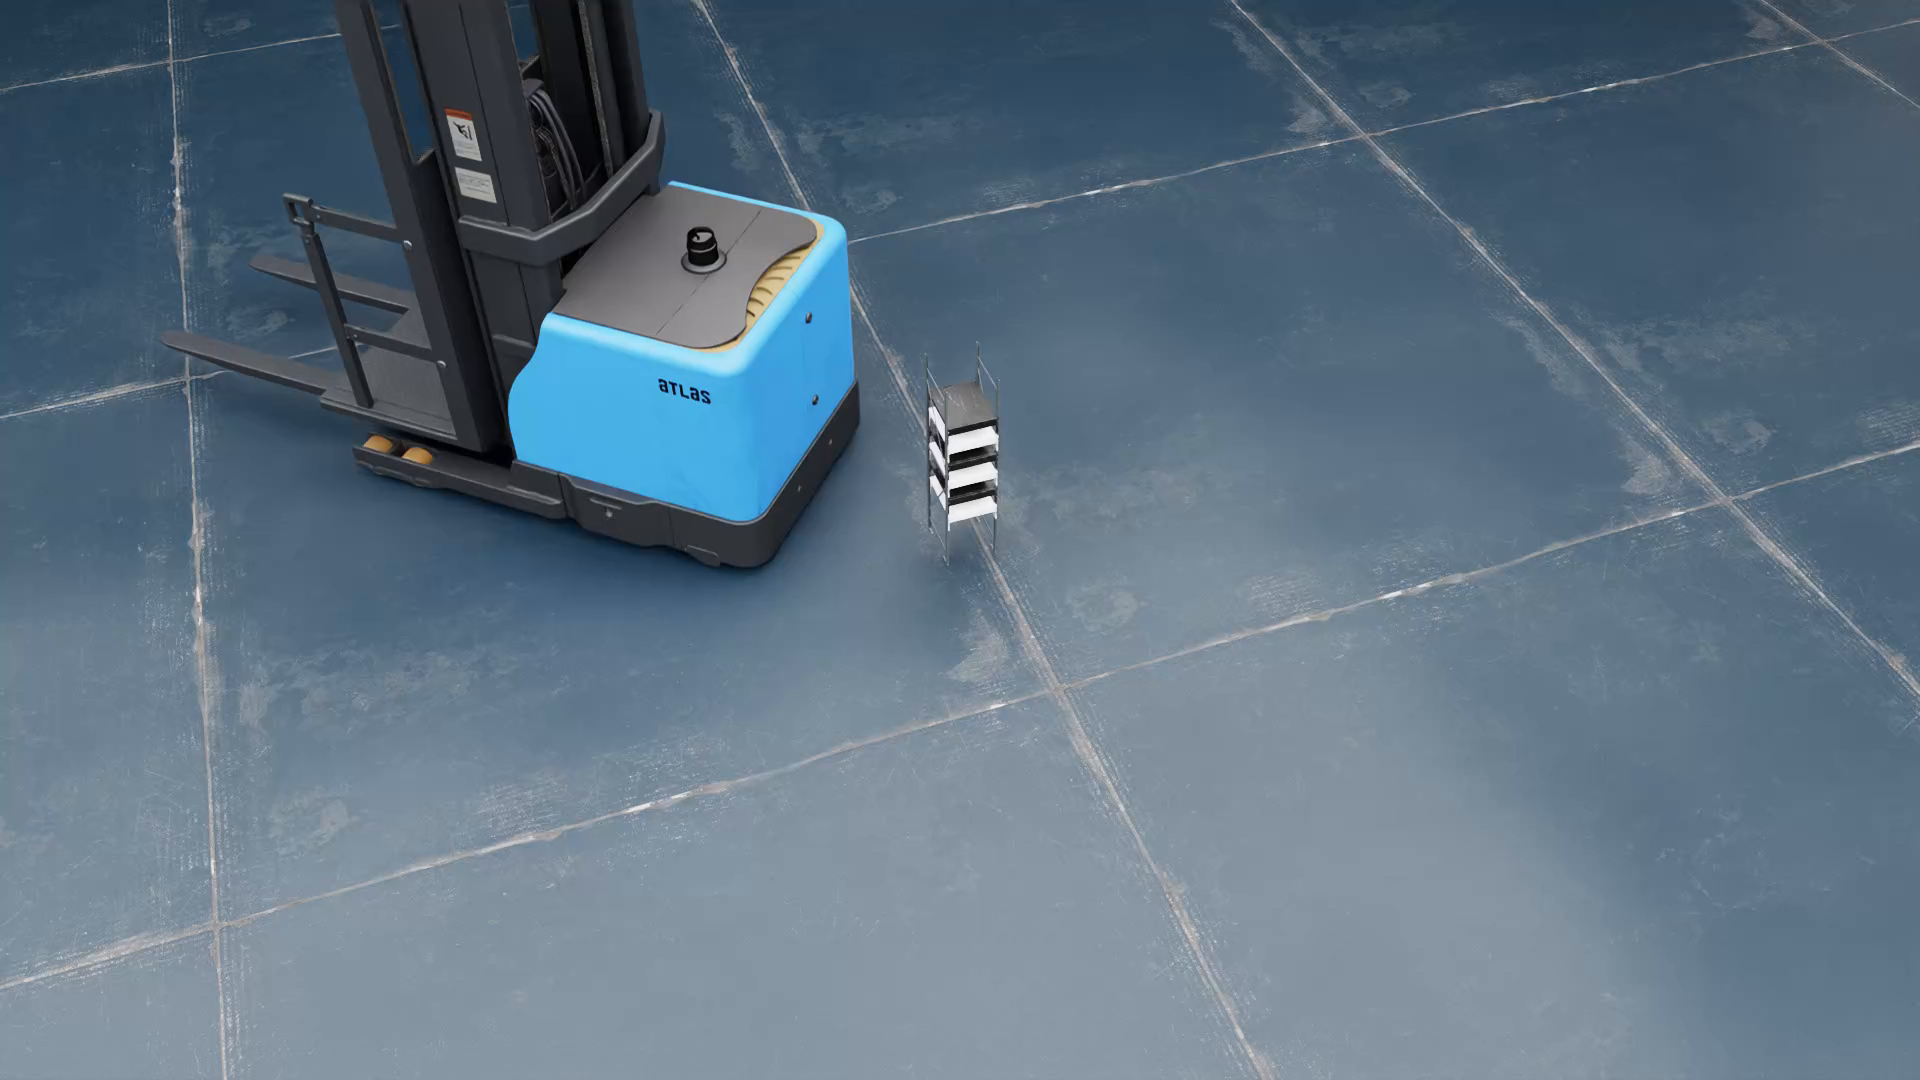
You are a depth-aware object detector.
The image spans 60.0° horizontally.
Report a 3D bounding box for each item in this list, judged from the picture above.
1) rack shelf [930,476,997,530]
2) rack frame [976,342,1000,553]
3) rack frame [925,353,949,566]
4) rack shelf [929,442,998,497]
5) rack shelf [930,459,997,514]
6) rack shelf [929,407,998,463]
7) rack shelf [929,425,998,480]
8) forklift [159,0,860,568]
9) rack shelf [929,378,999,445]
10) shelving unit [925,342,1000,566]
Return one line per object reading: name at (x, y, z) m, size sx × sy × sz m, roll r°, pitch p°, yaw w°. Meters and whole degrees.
rack shelf at (0.008, -0.169, 6.584) m, size 0.200 × 0.077 × 0.258 m, roll -14°, pitch 47°, yaw -14°
rack frame at (0.103, -0.344, 6.458) m, size 0.006 × 0.900 × 0.240 m, roll -14°, pitch 47°, yaw -14°
rack frame at (-0.088, -0.295, 6.409) m, size 0.006 × 0.900 × 0.240 m, roll -14°, pitch 47°, yaw -14°
rack shelf at (0.008, -0.296, 6.457) m, size 0.200 × 0.077 × 0.258 m, roll -14°, pitch 47°, yaw -14°
rack shelf at (0.008, -0.233, 6.521) m, size 0.200 × 0.077 × 0.258 m, roll -14°, pitch 47°, yaw -14°
rack shelf at (0.008, -0.423, 6.329) m, size 0.200 × 0.077 × 0.258 m, roll -14°, pitch 47°, yaw -14°
rack shelf at (0.008, -0.360, 6.393) m, size 0.200 × 0.077 × 0.258 m, roll -14°, pitch 47°, yaw -14°
forklift at (-1.999, -1.590, 6.265) m, size 3.031 × 2.935 × 1.130 m, roll 16°, pitch 47°, yaw 15°
rack shelf at (0.008, -0.487, 6.266) m, size 0.200 × 0.077 × 0.258 m, roll -14°, pitch 47°, yaw -14°
shelving unit at (0.008, -0.320, 6.433) m, size 0.210 × 0.900 × 0.258 m, roll -14°, pitch 47°, yaw -14°
